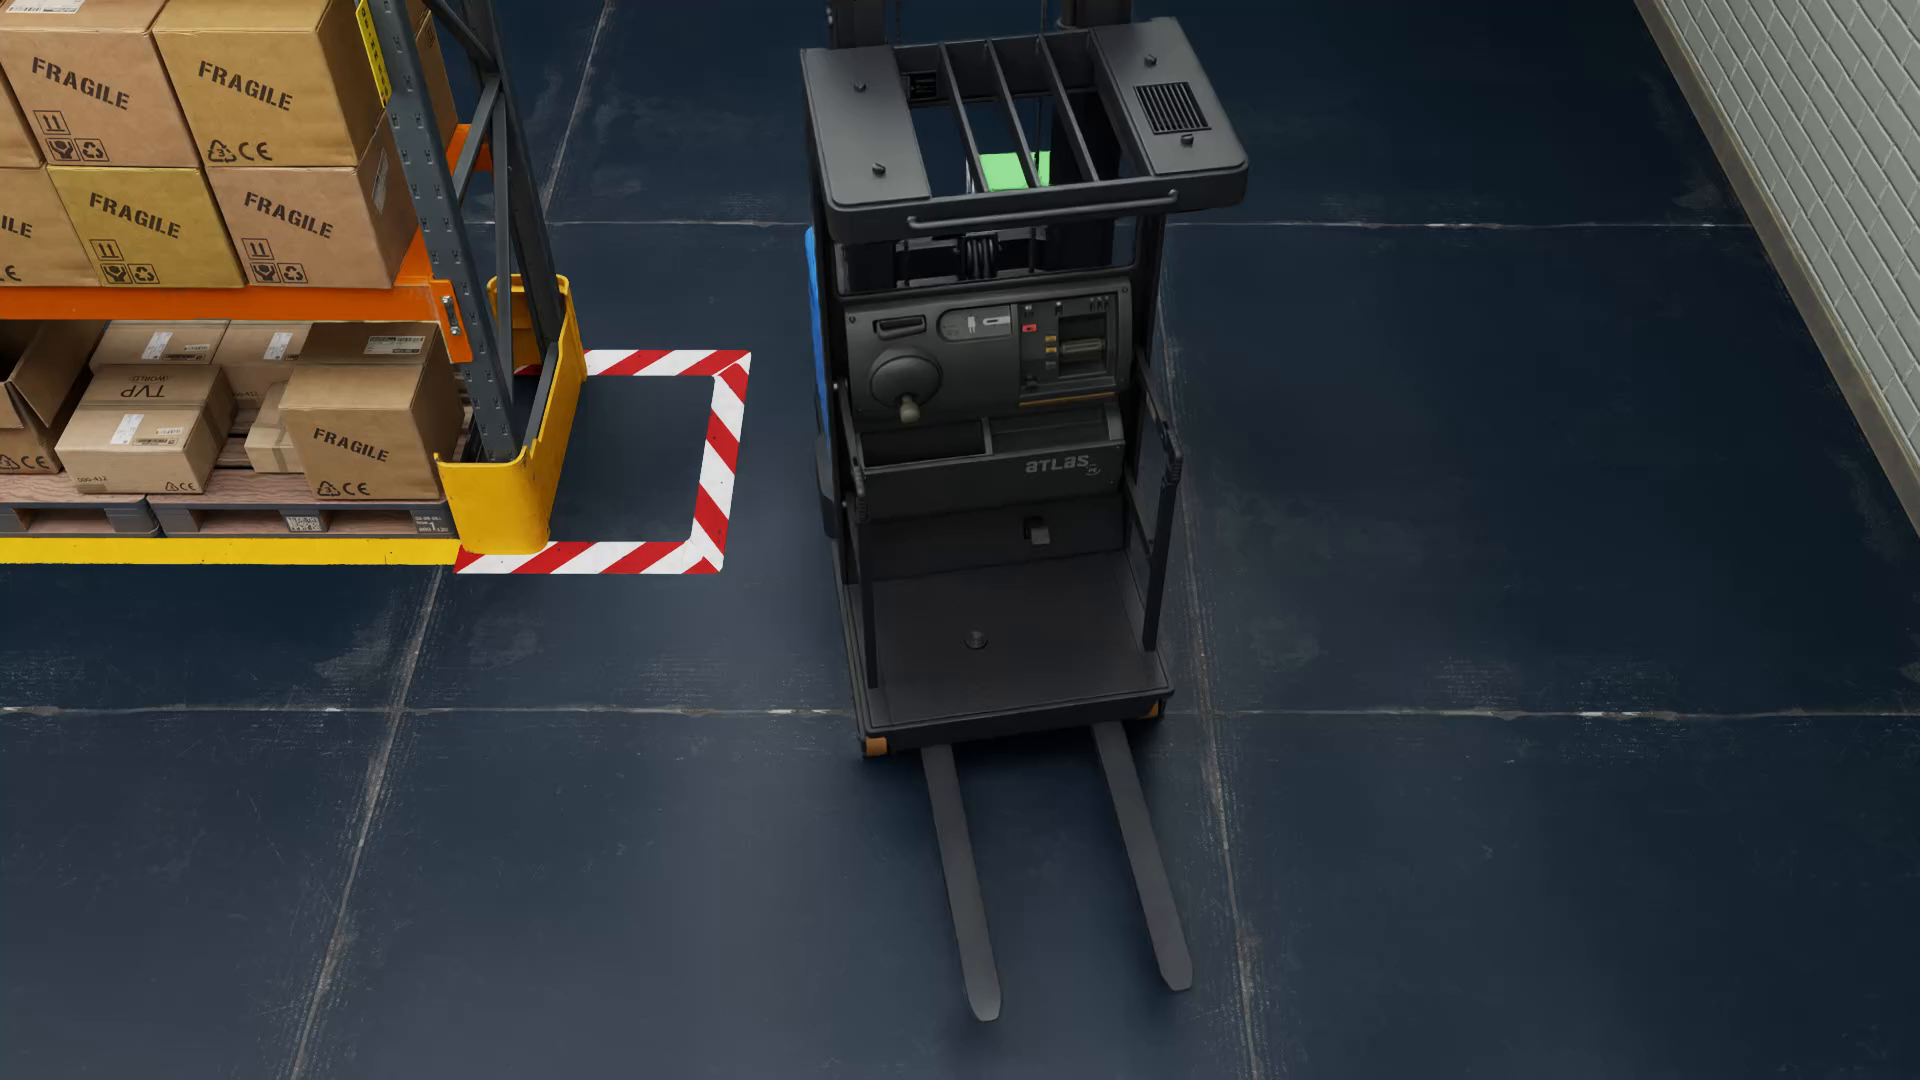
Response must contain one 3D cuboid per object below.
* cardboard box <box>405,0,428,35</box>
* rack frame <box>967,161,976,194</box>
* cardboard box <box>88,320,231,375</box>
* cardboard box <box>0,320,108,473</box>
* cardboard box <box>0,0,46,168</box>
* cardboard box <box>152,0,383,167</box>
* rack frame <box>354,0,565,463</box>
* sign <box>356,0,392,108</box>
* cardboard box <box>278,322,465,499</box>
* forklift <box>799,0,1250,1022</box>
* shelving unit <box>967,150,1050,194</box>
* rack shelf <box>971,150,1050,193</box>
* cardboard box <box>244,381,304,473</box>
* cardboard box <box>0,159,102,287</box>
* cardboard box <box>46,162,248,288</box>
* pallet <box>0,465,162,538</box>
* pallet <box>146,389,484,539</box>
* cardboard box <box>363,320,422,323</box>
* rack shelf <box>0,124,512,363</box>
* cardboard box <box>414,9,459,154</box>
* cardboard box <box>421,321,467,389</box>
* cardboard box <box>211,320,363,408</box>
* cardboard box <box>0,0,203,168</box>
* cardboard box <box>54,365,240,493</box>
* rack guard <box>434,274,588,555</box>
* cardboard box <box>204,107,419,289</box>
[{"bbox_3d":[-2.209,-1.960,5.774,0.500,0.500,0.500,1,47,1],"label":"cardboard box"},{"bbox_3d":[0.047,-1.145,6.996,0.015,1.200,0.240,-4,47,-4],"label":"rack frame"},{"bbox_3d":[-3.309,-0.816,7.039,0.500,0.250,0.500,0,47,0],"label":"cardboard box"},{"bbox_3d":[-3.887,-0.700,6.758,0.637,0.503,0.797,0,47,0],"label":"cardboard box"},{"bbox_3d":[-3.236,-1.565,5.406,0.500,0.500,0.500,1,47,1],"label":"cardboard box"},{"bbox_3d":[-2.212,-1.566,5.407,0.500,0.500,0.500,0,47,0],"label":"cardboard box"},{"bbox_3d":[-1.766,-1.391,5.996,0.127,3.000,1.000,0,47,0],"label":"rack frame"},{"bbox_3d":[-1.788,-1.487,5.078,0.005,0.325,0.100,0,47,0],"label":"sign"},{"bbox_3d":[-2.311,-0.511,6.583,0.500,0.500,0.500,0,47,0],"label":"cardboard box"},{"bbox_3d":[0.136,-0.509,5.221,1.130,2.935,3.031,-7,47,-7],"label":"forklift"},{"bbox_3d":[0.289,-1.164,7.013,0.503,1.200,0.258,-4,47,-4],"label":"shelving unit"},{"bbox_3d":[0.289,-1.448,6.709,0.480,0.148,0.258,-4,47,-4],"label":"rack shelf"},{"bbox_3d":[-2.715,-0.464,6.768,0.250,0.166,0.380,0,47,0],"label":"cardboard box"},{"bbox_3d":[-3.233,-1.232,5.779,0.500,0.500,0.500,0,47,0],"label":"cardboard box"},{"bbox_3d":[-2.734,-1.226,5.774,0.500,0.500,0.500,1,47,0],"label":"cardboard box"},{"bbox_3d":[-3.856,-0.448,7.023,1.213,0.211,1.003,0,47,0],"label":"pallet"},{"bbox_3d":[-2.639,-0.443,7.018,1.213,0.211,1.003,0,47,0],"label":"pallet"},{"bbox_3d":[-2.433,-0.829,7.108,0.250,0.166,0.380,0,47,0],"label":"cardboard box"},{"bbox_3d":[-3.766,-1.152,6.264,4.000,0.370,1.077,0,47,0],"label":"rack shelf"},{"bbox_3d":[-2.209,-1.620,6.140,0.500,0.500,0.500,1,47,1],"label":"cardboard box"},{"bbox_3d":[-2.183,-0.823,7.114,0.250,0.149,0.380,0,47,0],"label":"cardboard box"},{"bbox_3d":[-2.809,-0.815,7.037,0.500,0.250,0.500,0,47,0],"label":"cardboard box"},{"bbox_3d":[-2.717,-1.567,5.408,0.500,0.500,0.500,1,47,1],"label":"cardboard box"},{"bbox_3d":[-3.261,-0.450,6.698,0.500,0.250,0.500,0,47,0],"label":"cardboard box"},{"bbox_3d":[-1.842,-0.540,6.911,0.348,0.500,1.175,0,47,0],"label":"rack guard"},{"bbox_3d":[-2.215,-1.227,5.775,0.500,0.500,0.500,1,47,1],"label":"cardboard box"}]
